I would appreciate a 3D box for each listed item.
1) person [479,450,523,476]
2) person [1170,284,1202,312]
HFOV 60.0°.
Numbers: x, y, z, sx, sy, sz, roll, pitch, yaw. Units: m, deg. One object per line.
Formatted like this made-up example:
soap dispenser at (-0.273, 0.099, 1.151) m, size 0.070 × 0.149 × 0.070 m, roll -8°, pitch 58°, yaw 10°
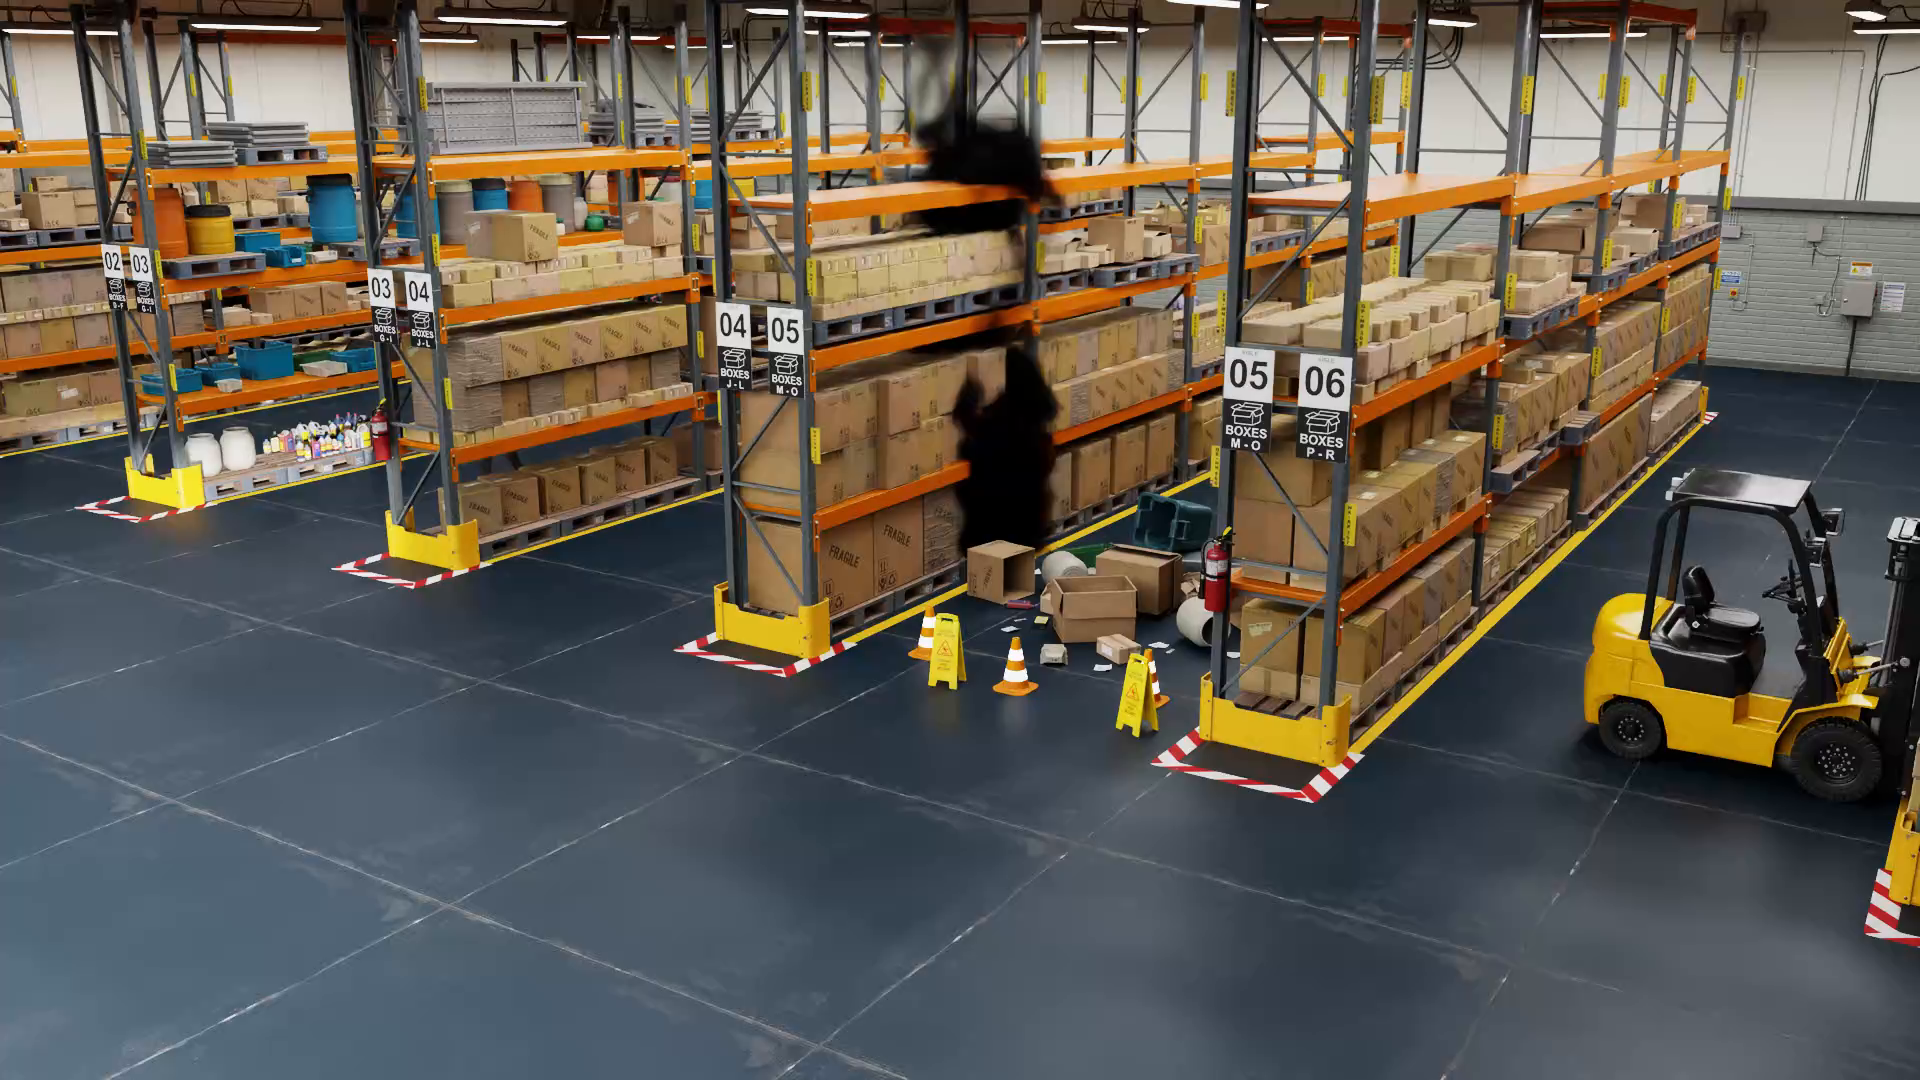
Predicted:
person at (-5.969, -1.472, 21.427) m, size 0.547 × 1.718 × 0.777 m, roll 5°, pitch 16°, yaw 17°
person at (4.146, -3.883, 30.314) m, size 0.647 × 1.577 × 0.533 m, roll -3°, pitch 16°, yaw -10°
